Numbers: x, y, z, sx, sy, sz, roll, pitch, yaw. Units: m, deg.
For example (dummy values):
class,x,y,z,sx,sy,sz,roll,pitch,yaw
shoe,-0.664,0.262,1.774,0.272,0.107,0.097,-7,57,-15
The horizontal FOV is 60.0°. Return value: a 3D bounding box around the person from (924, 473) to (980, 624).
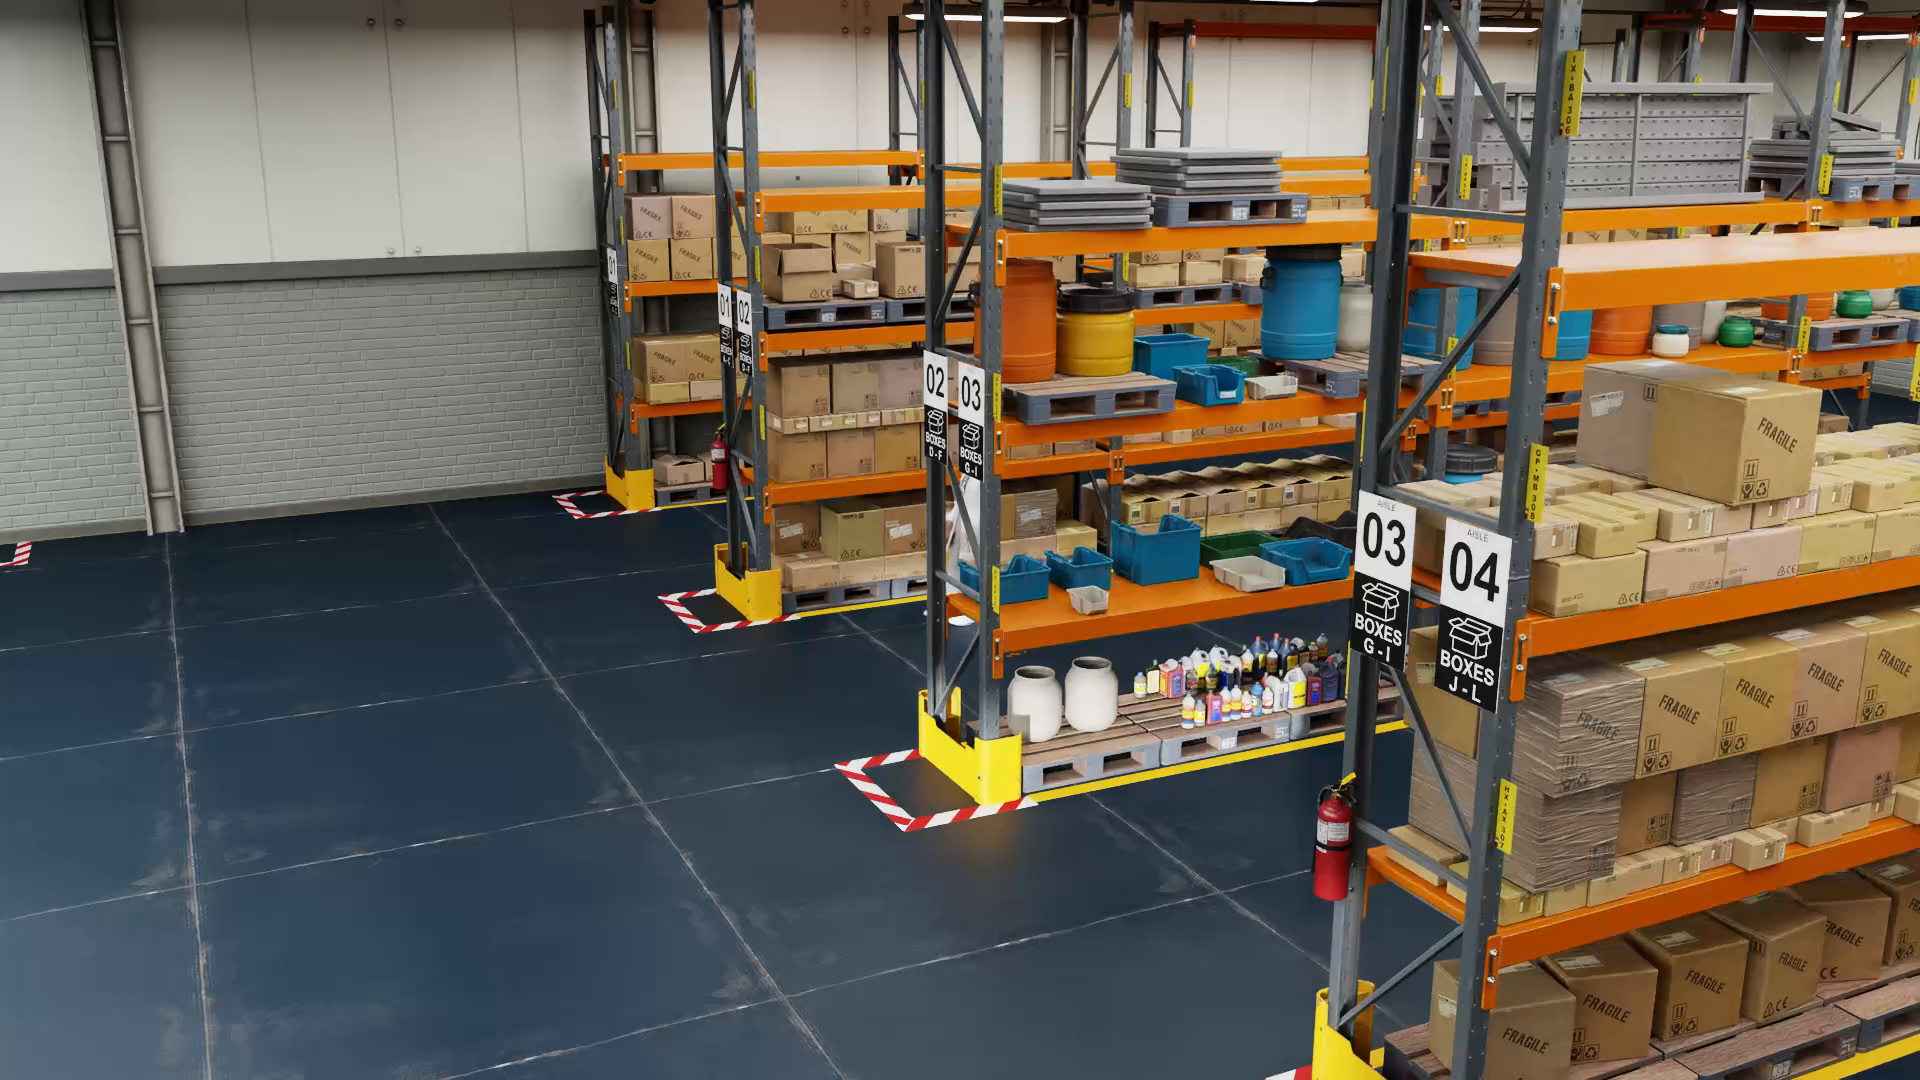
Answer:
class,x,y,z,sx,sy,sz,roll,pitch,yaw
person,0.020,-0.061,16.104,0.580,1.776,0.645,-7,17,-25
